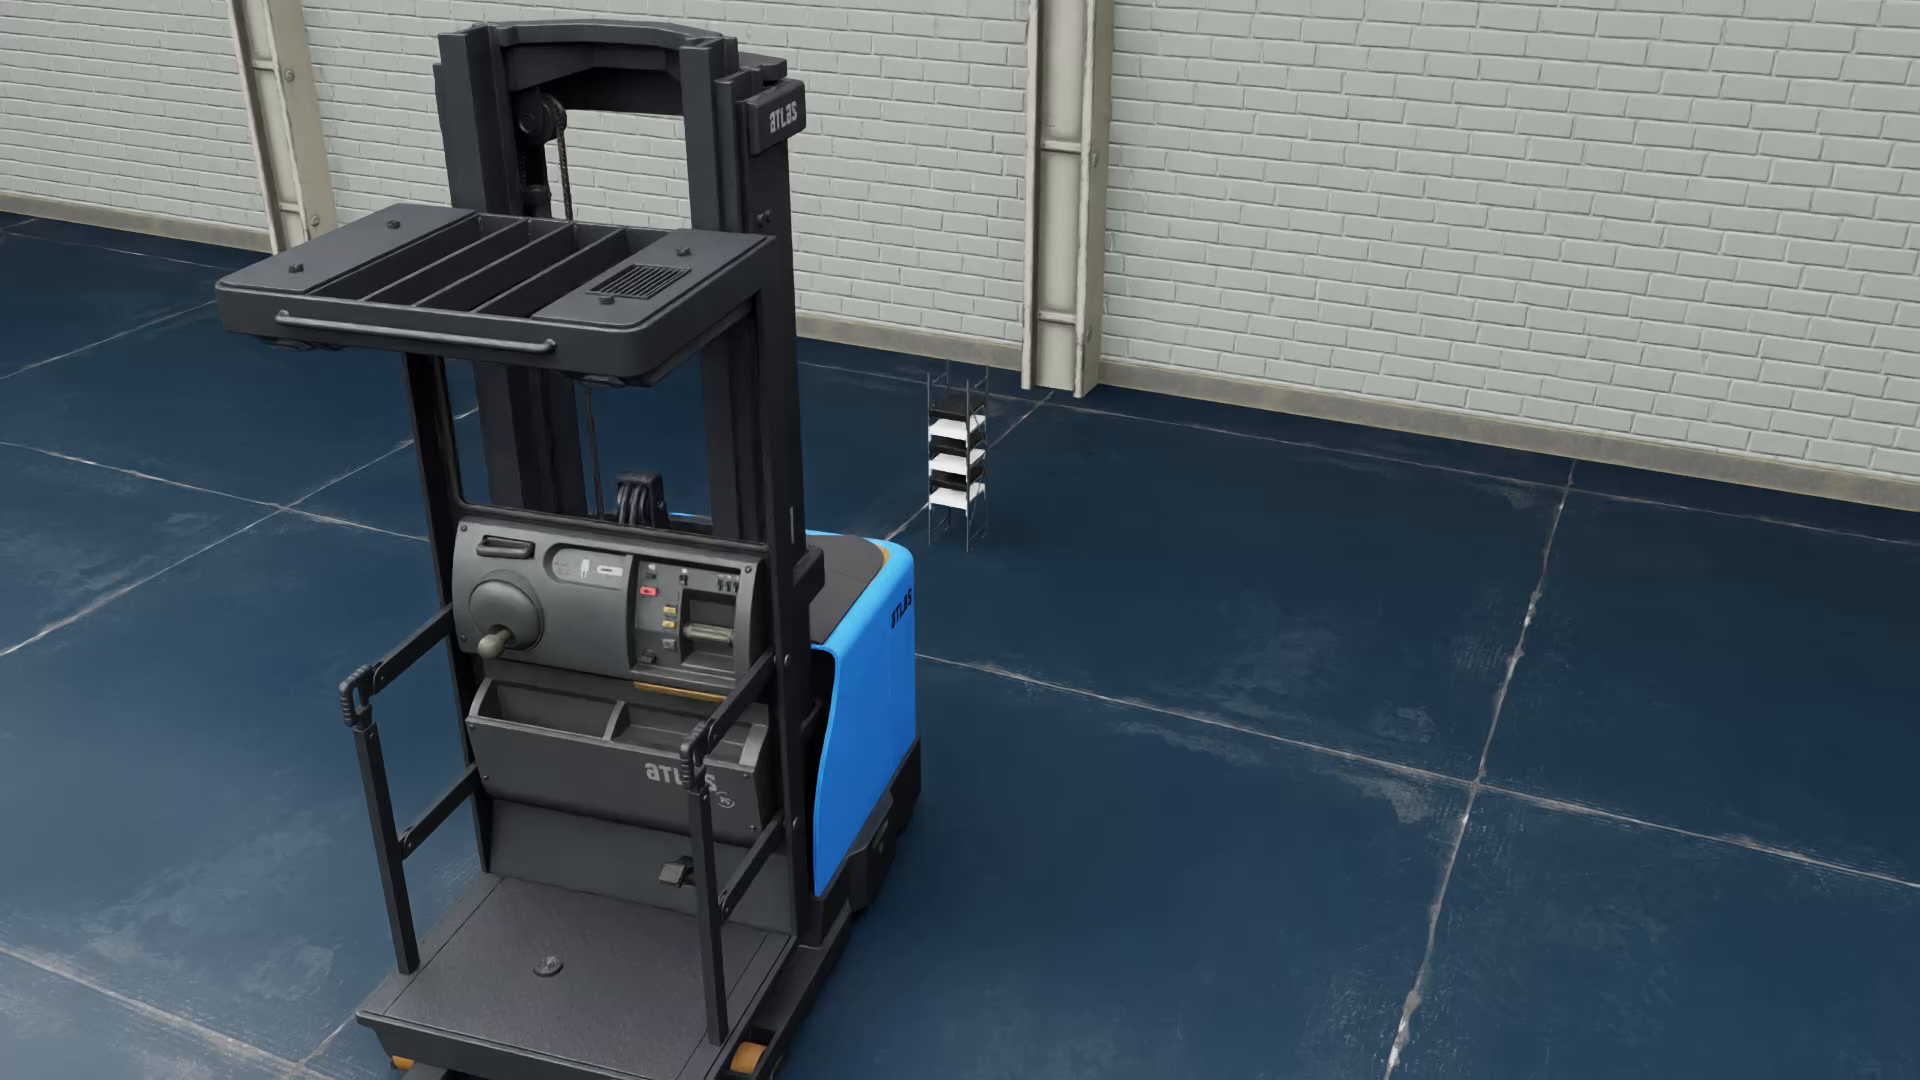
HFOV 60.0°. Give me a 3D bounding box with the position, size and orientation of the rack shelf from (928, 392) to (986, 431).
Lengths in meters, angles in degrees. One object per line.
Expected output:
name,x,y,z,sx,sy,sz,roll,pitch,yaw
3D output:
rack shelf,-0.007,-0.618,7.950,0.200,0.077,0.258,11,28,22

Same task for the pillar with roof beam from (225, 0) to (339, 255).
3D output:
pillar with roof beam,-6.629,-4.353,6.903,0.400,9.000,9.100,11,28,22

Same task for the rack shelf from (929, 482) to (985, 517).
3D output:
rack shelf,-0.007,-0.214,8.148,0.200,0.077,0.258,11,28,22

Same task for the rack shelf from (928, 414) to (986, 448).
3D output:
rack shelf,-0.007,-0.537,7.989,0.200,0.077,0.258,11,28,22

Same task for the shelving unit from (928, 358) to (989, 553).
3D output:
shelving unit,-0.007,-0.405,8.054,0.210,0.900,0.258,11,28,22

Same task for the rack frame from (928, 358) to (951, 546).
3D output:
rack frame,-0.100,-0.424,8.092,0.006,0.900,0.240,11,28,22

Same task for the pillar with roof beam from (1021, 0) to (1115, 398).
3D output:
pillar with roof beam,-1.167,-3.256,4.675,0.400,9.000,9.100,11,28,22

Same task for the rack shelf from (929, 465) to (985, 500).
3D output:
rack shelf,-0.007,-0.295,8.109,0.200,0.077,0.258,11,28,22

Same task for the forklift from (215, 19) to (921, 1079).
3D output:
forklift,-1.066,0.218,4.489,1.130,2.935,3.031,8,27,15

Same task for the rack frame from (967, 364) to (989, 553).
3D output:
rack frame,0.085,-0.387,8.016,0.006,0.900,0.240,11,28,22

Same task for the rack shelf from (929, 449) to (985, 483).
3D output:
rack shelf,-0.007,-0.375,8.069,0.200,0.077,0.258,11,28,22

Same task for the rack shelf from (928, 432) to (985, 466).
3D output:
rack shelf,-0.007,-0.456,8.029,0.200,0.077,0.258,11,28,22
